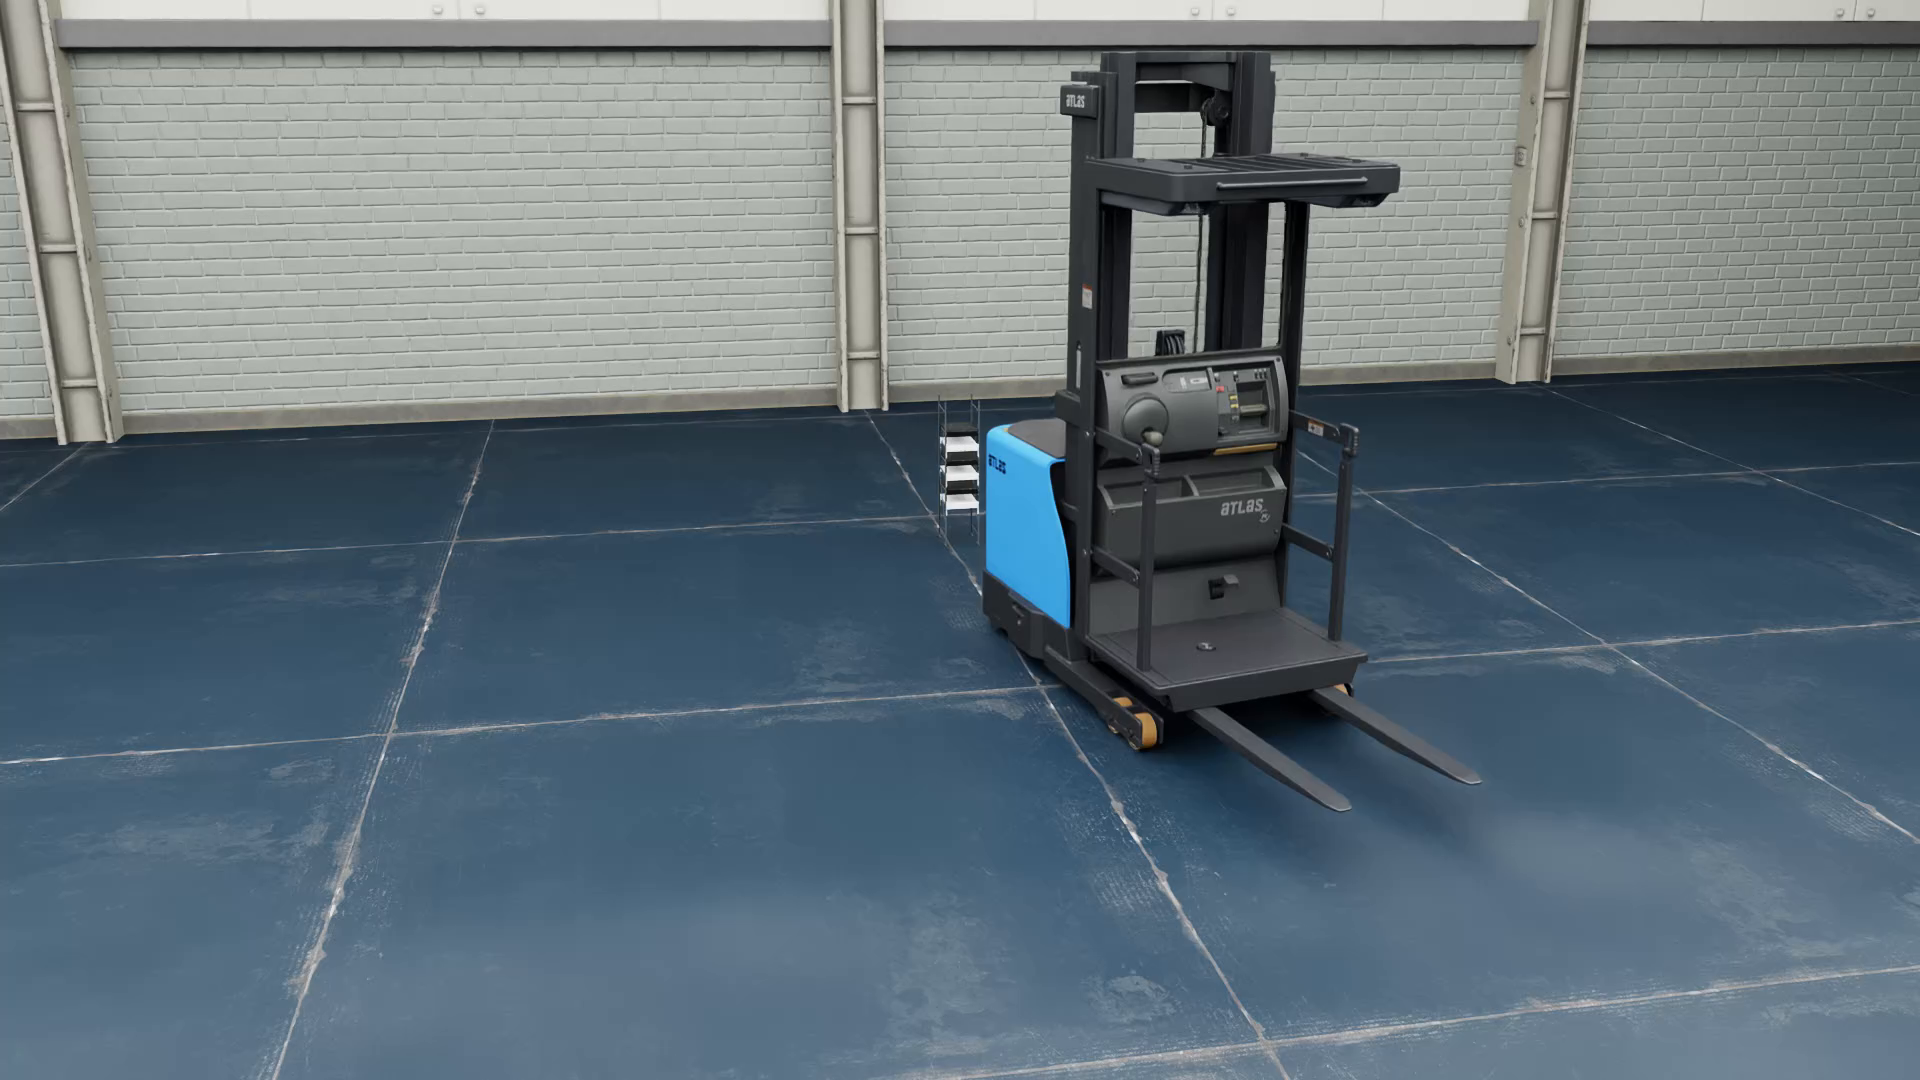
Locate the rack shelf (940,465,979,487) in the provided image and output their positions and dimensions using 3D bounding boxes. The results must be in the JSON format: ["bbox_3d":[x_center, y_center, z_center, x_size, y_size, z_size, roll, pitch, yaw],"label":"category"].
[{"bbox_3d":[-0.008,-0.398,10.188,0.200,0.077,0.258,-3,17,-10],"label":"rack shelf"}]

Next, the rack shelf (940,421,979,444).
[{"bbox_3d":[-0.008,-0.656,10.109,0.200,0.077,0.258,-3,17,-10],"label":"rack shelf"}]

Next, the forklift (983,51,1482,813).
[{"bbox_3d":[1.152,-0.618,7.332,1.130,2.935,3.031,-7,18,-21],"label":"forklift"}]

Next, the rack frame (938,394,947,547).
[{"bbox_3d":[-0.108,-0.424,10.160,0.006,0.900,0.240,-3,17,-10],"label":"rack frame"}]

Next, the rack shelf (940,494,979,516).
[{"bbox_3d":[-0.008,-0.226,10.241,0.200,0.077,0.258,-3,17,-10],"label":"rack shelf"}]

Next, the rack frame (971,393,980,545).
[{"bbox_3d":[0.092,-0.435,10.197,0.006,0.900,0.240,-3,17,-10],"label":"rack frame"}]

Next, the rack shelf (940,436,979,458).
[{"bbox_3d":[-0.008,-0.570,10.135,0.200,0.077,0.258,-3,17,-10],"label":"rack shelf"}]

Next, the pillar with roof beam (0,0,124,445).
[{"bbox_3d":[-5.889,-3.841,7.490,0.400,9.000,9.100,-3,17,-10],"label":"pillar with roof beam"}]

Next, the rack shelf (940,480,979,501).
[{"bbox_3d":[-0.008,-0.312,10.214,0.200,0.077,0.258,-3,17,-10],"label":"rack shelf"}]

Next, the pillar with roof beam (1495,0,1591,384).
[{"bbox_3d":[5.893,-4.509,9.666,0.400,9.000,9.100,-3,17,-10],"label":"pillar with roof beam"}]

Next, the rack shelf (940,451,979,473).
[{"bbox_3d":[-0.008,-0.484,10.162,0.200,0.077,0.258,-3,17,-10],"label":"rack shelf"}]

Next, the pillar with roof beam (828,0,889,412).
[{"bbox_3d":[0.002,-4.175,8.578,0.400,9.000,9.100,-3,17,-10],"label":"pillar with roof beam"}]

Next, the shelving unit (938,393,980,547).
[{"bbox_3d":[-0.008,-0.430,10.178,0.210,0.900,0.258,-3,17,-10],"label":"shelving unit"}]
